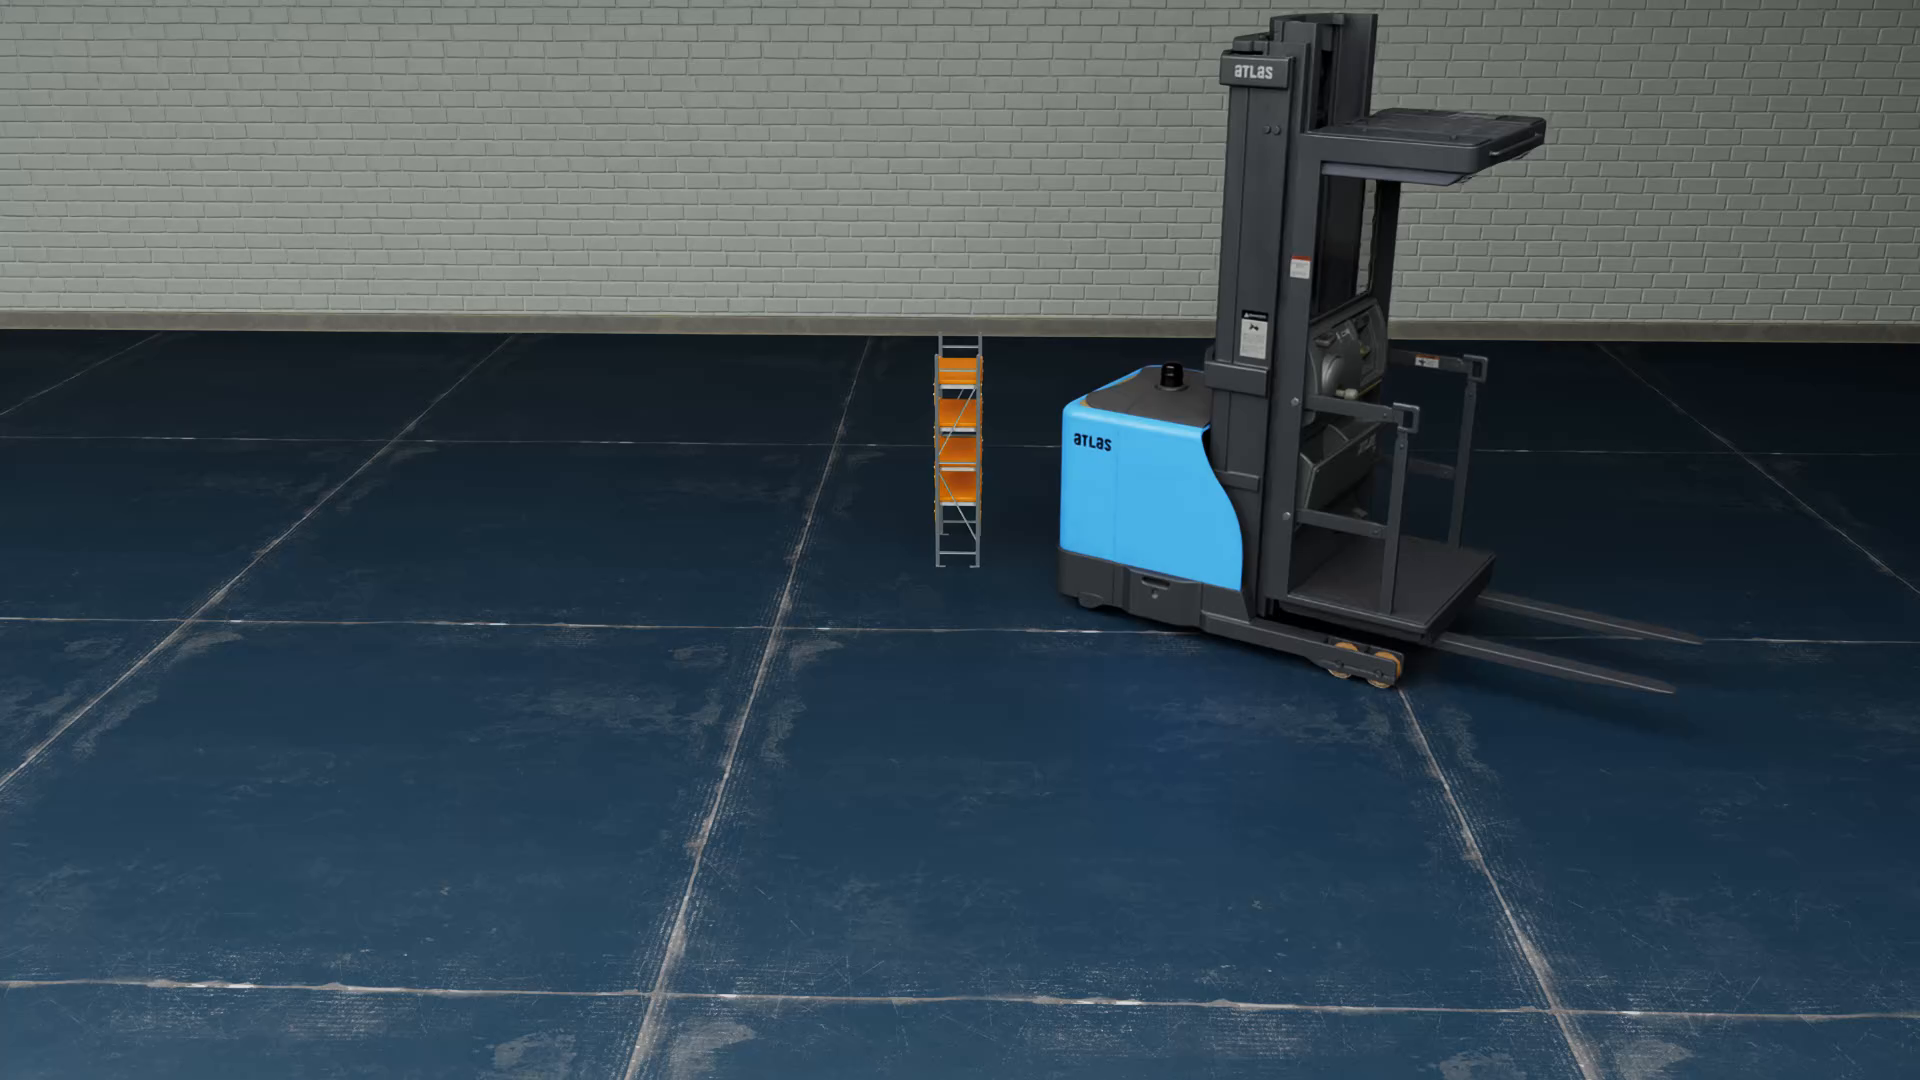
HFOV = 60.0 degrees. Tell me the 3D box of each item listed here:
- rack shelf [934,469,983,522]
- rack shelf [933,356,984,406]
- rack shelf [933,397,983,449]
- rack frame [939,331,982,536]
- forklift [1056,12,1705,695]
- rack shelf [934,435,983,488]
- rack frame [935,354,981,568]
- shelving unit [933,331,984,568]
[{"bbox_3d":[-0.005,-0.252,9.254,0.258,0.148,0.480,1,21,2],"label":"rack shelf"},{"bbox_3d":[-0.005,-0.866,9.015,0.258,0.148,0.480,1,21,2],"label":"rack shelf"},{"bbox_3d":[-0.005,-0.645,9.101,0.258,0.148,0.480,1,21,2],"label":"rack shelf"},{"bbox_3d":[0.002,-0.588,9.385,0.240,1.200,0.015,1,21,2],"label":"rack frame"},{"bbox_3d":[2.012,-0.895,7.783,3.031,2.935,1.130,13,25,31],"label":"forklift"},{"bbox_3d":[-0.005,-0.437,9.182,0.258,0.148,0.480,1,21,2],"label":"rack shelf"},{"bbox_3d":[-0.012,-0.411,8.930,0.240,1.200,0.015,1,21,2],"label":"rack frame"},{"bbox_3d":[-0.005,-0.500,9.158,0.258,1.200,0.503,1,21,2],"label":"shelving unit"}]
